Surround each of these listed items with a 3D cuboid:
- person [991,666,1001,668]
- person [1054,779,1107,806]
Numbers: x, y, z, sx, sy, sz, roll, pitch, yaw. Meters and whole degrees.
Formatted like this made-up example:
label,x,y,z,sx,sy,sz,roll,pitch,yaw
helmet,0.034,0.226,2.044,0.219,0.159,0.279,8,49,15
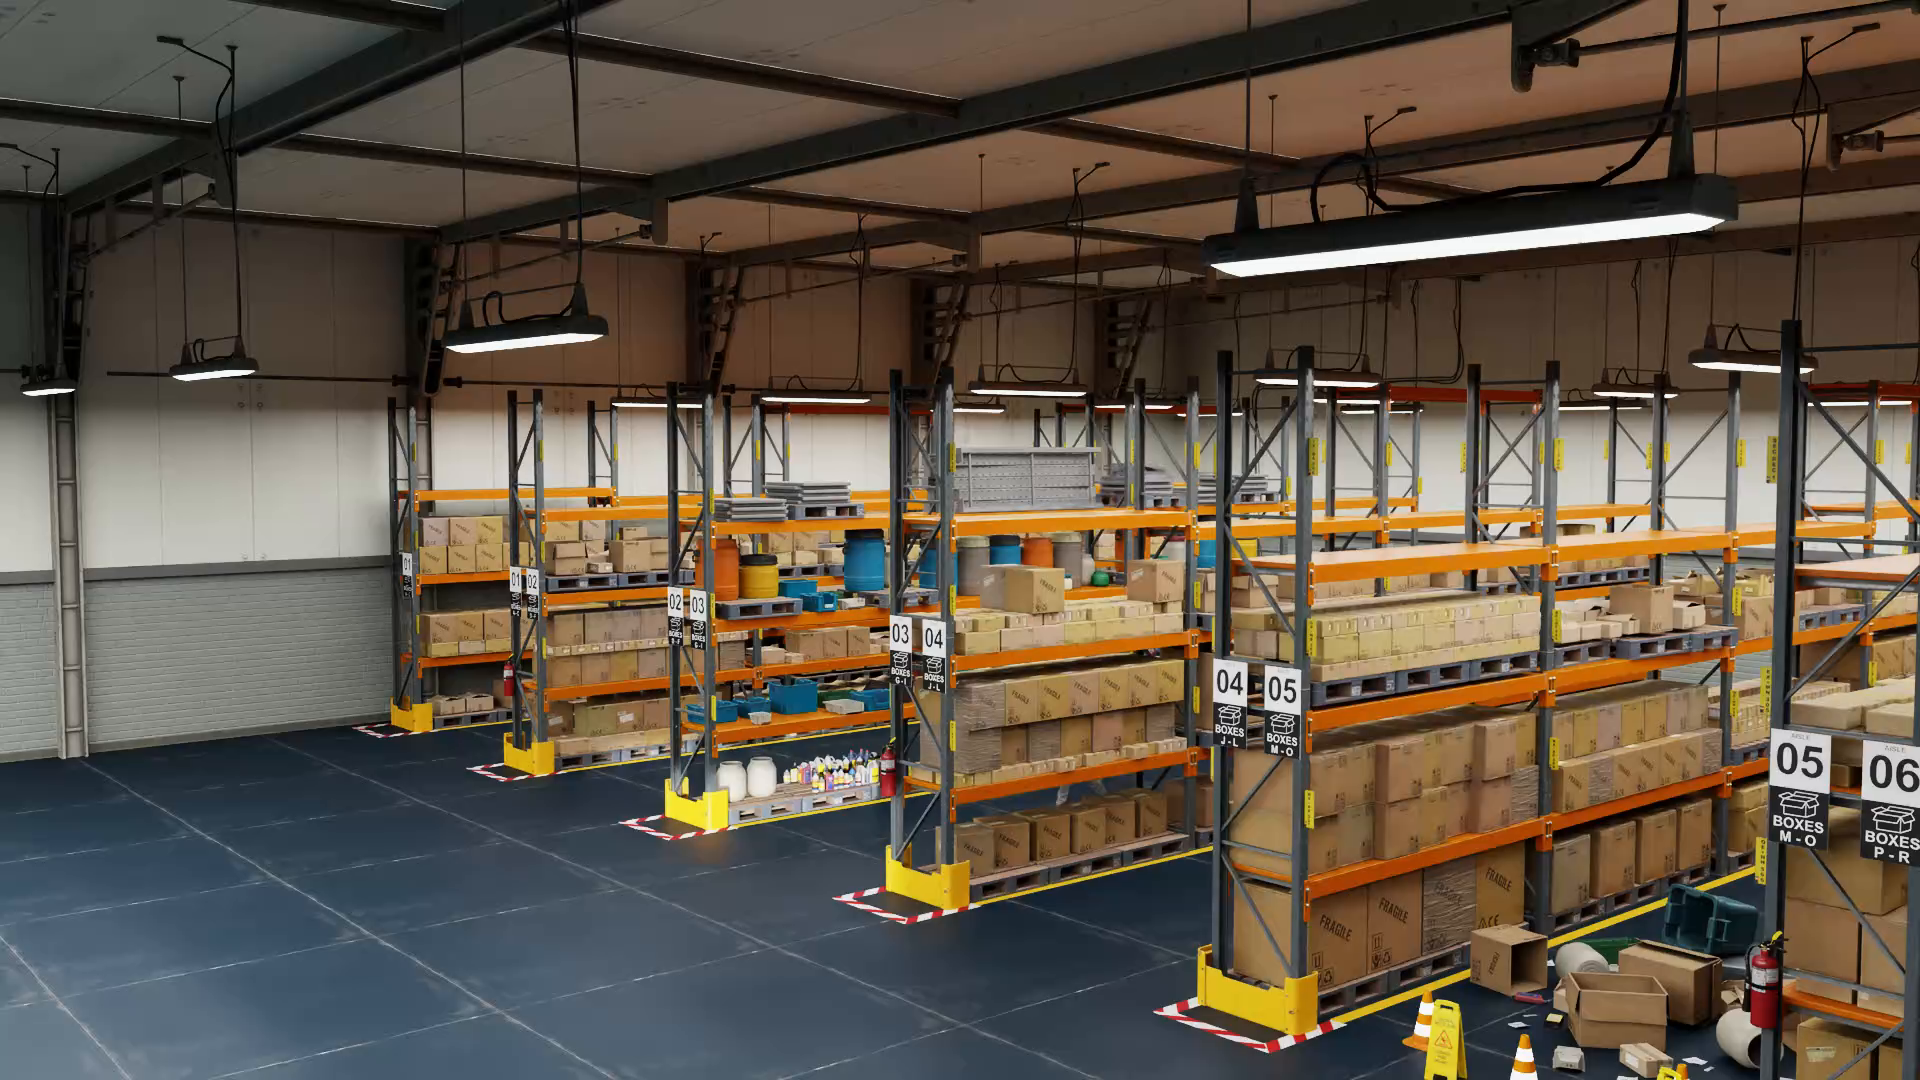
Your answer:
label,x,y,z,sx,sy,sz,roll,pitch,yaw
person,0.629,2.607,29.457,0.594,1.711,0.638,3,5,44
person,1.629,2.896,23.049,0.997,1.771,0.683,-3,5,-44
